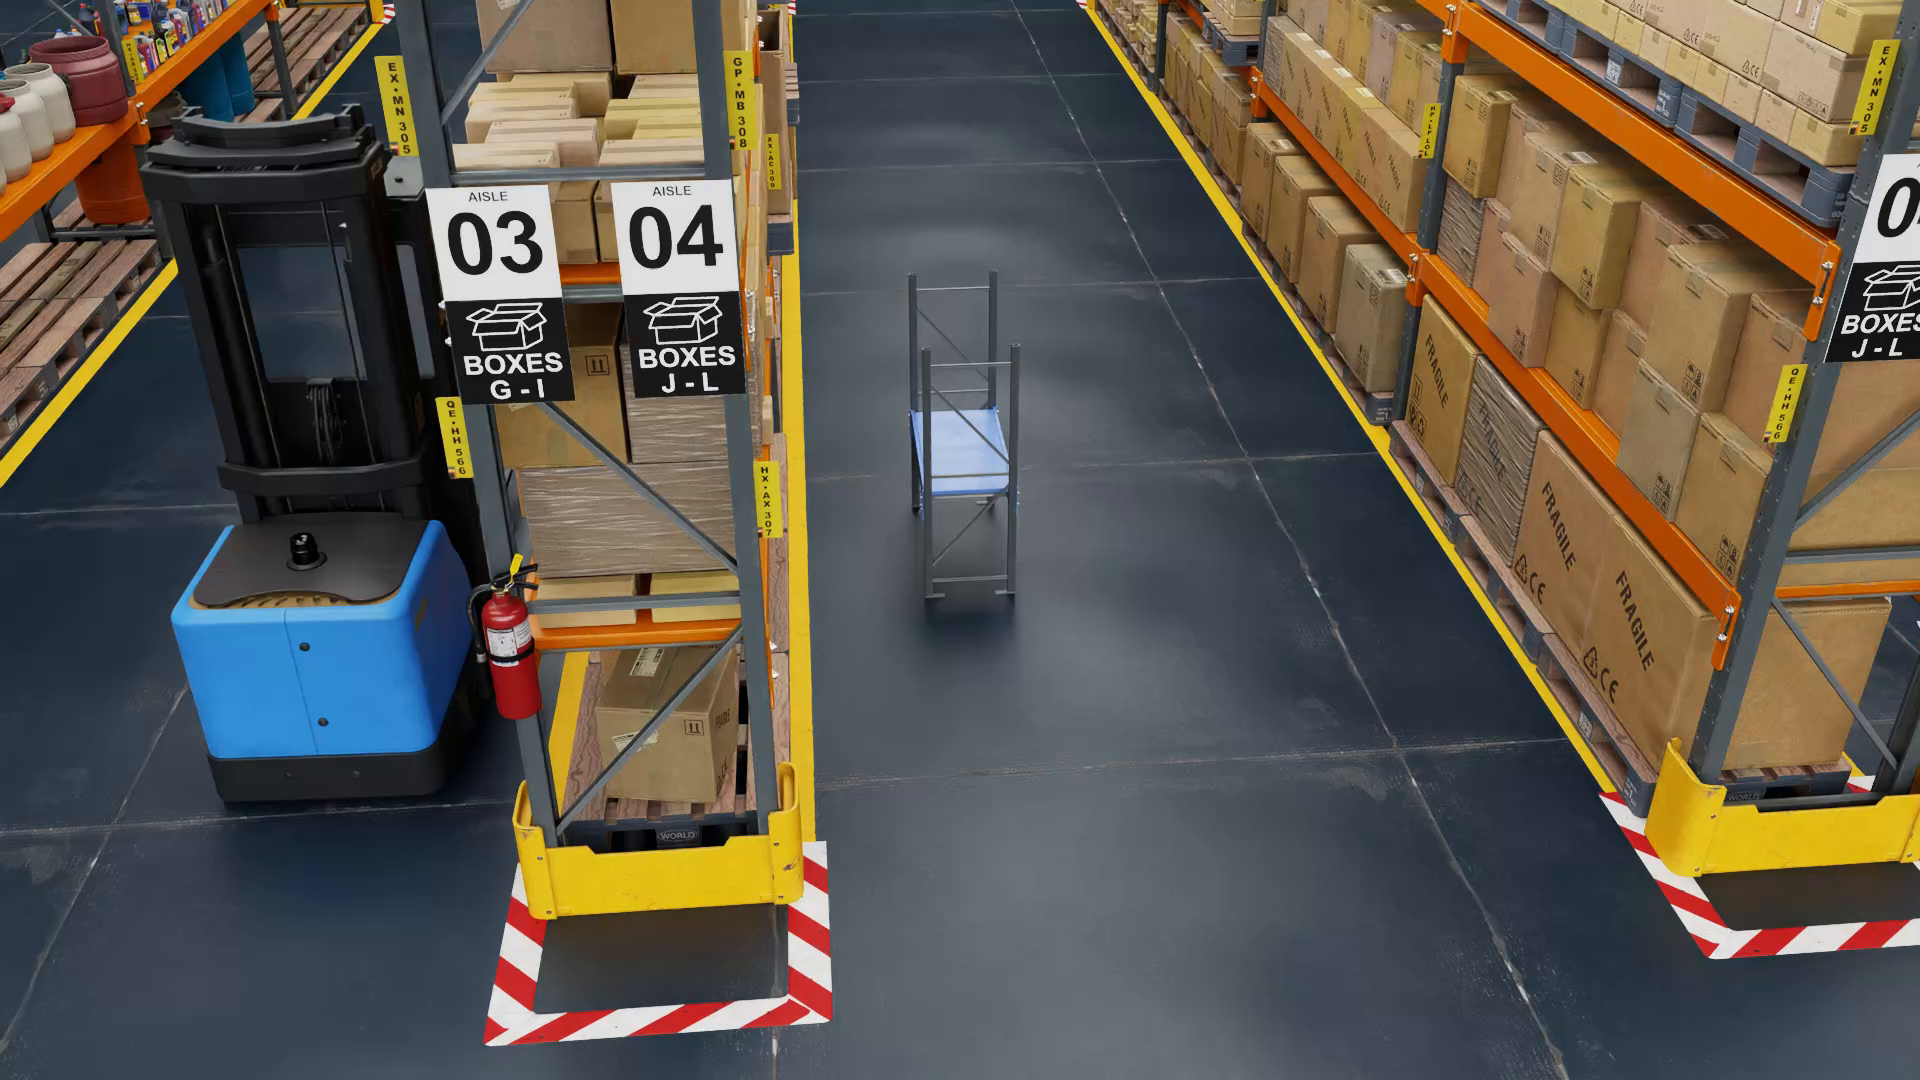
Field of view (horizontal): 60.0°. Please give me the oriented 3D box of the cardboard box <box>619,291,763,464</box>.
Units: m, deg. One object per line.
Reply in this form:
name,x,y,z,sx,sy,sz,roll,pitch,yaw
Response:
cardboard box,-1.043,-0.646,6.543,0.500,0.500,0.500,-3,31,-5

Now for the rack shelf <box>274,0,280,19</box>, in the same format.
rack shelf,-7.502,-6.353,18.163,1.077,0.370,4.000,-3,31,-5

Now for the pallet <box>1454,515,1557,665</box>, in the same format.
pallet,3.422,0.233,9.153,1.003,0.211,1.213,-3,31,-5

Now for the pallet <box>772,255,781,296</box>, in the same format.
pallet,-1.938,-2.240,13.294,1.003,0.211,1.213,-3,31,-5

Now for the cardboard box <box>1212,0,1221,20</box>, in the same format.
cardboard box,2.388,-4.583,14.333,0.380,0.149,0.250,-2,31,-4

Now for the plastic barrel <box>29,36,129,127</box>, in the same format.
plastic barrel,-6.596,-3.435,12.443,0.600,0.536,0.708,-3,31,-5

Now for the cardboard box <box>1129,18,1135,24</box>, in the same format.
cardboard box,2.134,-5.870,19.022,0.380,0.149,0.250,-2,31,-4

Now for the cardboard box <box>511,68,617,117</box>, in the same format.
cardboard box,-1.588,-1.805,6.680,0.380,0.149,0.250,-2,31,-4

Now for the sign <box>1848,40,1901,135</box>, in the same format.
sign,3.144,-1.553,5.713,0.100,0.325,0.005,-3,31,-5

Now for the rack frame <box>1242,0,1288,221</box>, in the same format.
rack frame,2.938,-4.022,13.559,1.000,3.000,0.127,-3,31,-5

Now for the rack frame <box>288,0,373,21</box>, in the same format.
rack frame,-7.689,-7.683,19.688,1.000,3.000,0.127,-3,31,-5

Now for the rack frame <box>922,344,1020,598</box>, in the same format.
rack frame,0.055,-0.341,8.858,0.500,1.500,0.032,-3,31,-5

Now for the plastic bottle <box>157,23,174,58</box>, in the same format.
plastic bottle,-6.692,-4.210,13.987,0.061,0.283,0.133,-3,31,-5

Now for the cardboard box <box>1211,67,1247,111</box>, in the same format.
cardboard box,2.555,-4.045,14.894,0.500,0.250,0.500,-2,31,-4

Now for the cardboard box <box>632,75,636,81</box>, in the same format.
cardboard box,-1.215,-2.089,7.154,0.380,0.149,0.250,-3,31,-5

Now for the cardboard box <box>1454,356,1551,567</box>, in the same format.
cardboard box,3.389,-0.464,9.264,0.875,0.875,0.875,-3,31,-4

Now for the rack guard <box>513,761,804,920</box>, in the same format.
rack guard,-1.270,1.283,7.115,1.175,0.500,0.348,-3,31,-5

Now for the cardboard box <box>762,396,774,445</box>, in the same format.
cardboard box,-1.095,-0.571,8.026,0.380,0.149,0.250,-3,31,-5

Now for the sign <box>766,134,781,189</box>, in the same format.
sign,-1.097,-2.196,9.656,0.100,0.325,0.005,-3,31,-5

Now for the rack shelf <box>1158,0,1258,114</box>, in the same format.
rack shelf,2.751,-4.735,15.453,1.077,0.370,4.000,-3,31,-5

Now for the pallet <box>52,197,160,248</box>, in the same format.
pallet,-7.056,-2.802,14.236,1.003,0.211,1.213,-3,31,-5

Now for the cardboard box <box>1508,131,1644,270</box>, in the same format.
cardboard box,3.392,-1.761,8.573,0.875,0.550,0.550,-3,31,-5

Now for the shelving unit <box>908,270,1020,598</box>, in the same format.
shelving unit,0.008,-0.600,9.292,0.538,1.500,1.048,-3,31,-5

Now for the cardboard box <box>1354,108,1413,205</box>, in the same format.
cardboard box,2.949,-2.535,10.971,0.500,0.500,0.500,-3,31,-5

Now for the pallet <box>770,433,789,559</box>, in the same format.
pallet,-1.538,-0.256,9.972,1.003,0.211,1.213,-3,31,-5

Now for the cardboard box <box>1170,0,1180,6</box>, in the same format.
cardboard box,2.602,-6.133,18.884,0.380,0.149,0.250,-4,31,-7

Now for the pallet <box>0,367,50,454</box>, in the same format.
pallet,-6.679,-0.759,10.814,1.003,0.211,1.213,-3,31,-5

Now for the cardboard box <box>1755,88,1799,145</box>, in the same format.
cardboard box,3.294,-1.623,6.355,0.380,0.149,0.250,-3,31,-4

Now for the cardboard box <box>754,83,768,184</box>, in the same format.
cardboard box,-1.320,-2.177,9.107,0.500,0.500,0.500,-3,31,-5

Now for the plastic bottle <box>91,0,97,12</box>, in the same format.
plastic bottle,-7.514,-4.593,14.563,0.144,0.351,0.185,-3,31,-5

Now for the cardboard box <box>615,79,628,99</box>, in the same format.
cardboard box,-1.649,-1.726,6.936,0.500,0.250,0.500,-2,31,-3

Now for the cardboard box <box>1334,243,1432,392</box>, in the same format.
cardboard box,3.164,-1.507,11.132,1.050,0.750,0.750,-3,31,-5

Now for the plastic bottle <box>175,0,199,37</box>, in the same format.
plastic bottle,-6.800,-4.604,14.581,0.144,0.351,0.185,-3,31,-5

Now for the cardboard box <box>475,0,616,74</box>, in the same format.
cardboard box,-1.659,-2.204,6.715,0.500,0.500,0.500,-3,31,-5

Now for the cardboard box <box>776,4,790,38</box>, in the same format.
cardboard box,-2.304,-4.821,16.558,1.225,0.875,0.875,-3,31,-4

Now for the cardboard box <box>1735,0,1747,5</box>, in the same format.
cardboard box,3.244,-2.230,6.593,0.380,0.149,0.250,-2,31,-4

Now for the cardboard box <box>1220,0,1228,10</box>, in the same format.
cardboard box,2.412,-4.589,14.053,0.380,0.149,0.250,-2,31,-3

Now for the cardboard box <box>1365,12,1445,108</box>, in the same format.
cardboard box,3.162,-3.226,11.153,0.700,0.500,0.500,-3,31,-4

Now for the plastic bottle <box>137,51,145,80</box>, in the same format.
plastic bottle,-6.643,-3.841,13.380,0.097,0.271,0.097,0,31,0

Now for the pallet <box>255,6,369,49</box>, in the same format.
pallet,-7.650,-6.063,19.695,1.003,0.211,1.213,-3,31,-5

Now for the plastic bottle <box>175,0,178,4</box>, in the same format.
plastic bottle,-6.963,-4.754,14.909,0.097,0.271,0.097,0,31,0

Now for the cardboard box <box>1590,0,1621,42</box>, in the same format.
cardboard box,3.149,-2.404,7.663,0.380,0.149,0.250,-2,31,-4

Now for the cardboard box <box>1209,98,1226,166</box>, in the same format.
cardboard box,2.571,-3.718,15.078,0.500,0.500,0.500,-2,31,-3

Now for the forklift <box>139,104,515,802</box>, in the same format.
forklift,-2.982,-0.786,8.208,1.130,2.935,3.031,-2,31,-3

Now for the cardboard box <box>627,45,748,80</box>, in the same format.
cardboard box,-1.201,-2.015,7.420,0.500,0.250,0.500,-2,31,-3

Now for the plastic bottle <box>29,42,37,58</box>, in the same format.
plastic bottle,-7.425,-3.853,13.389,0.061,0.283,0.133,-3,31,-5

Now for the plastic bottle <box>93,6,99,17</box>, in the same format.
plastic bottle,-7.480,-4.484,14.445,0.061,0.283,0.133,-3,31,-5

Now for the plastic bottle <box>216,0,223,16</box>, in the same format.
plastic bottle,-6.875,-4.958,15.247,0.152,0.276,0.135,-3,31,-5

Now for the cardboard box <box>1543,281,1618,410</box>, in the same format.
cardboard box,3.514,-1.030,8.403,0.875,0.550,0.500,-3,31,-5

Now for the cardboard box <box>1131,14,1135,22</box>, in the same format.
cardboard box,2.164,-5.967,18.896,0.380,0.149,0.250,-4,31,-7

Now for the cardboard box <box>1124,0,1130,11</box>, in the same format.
cardboard box,2.077,-6.108,18.841,0.380,0.149,0.250,-4,31,-6
